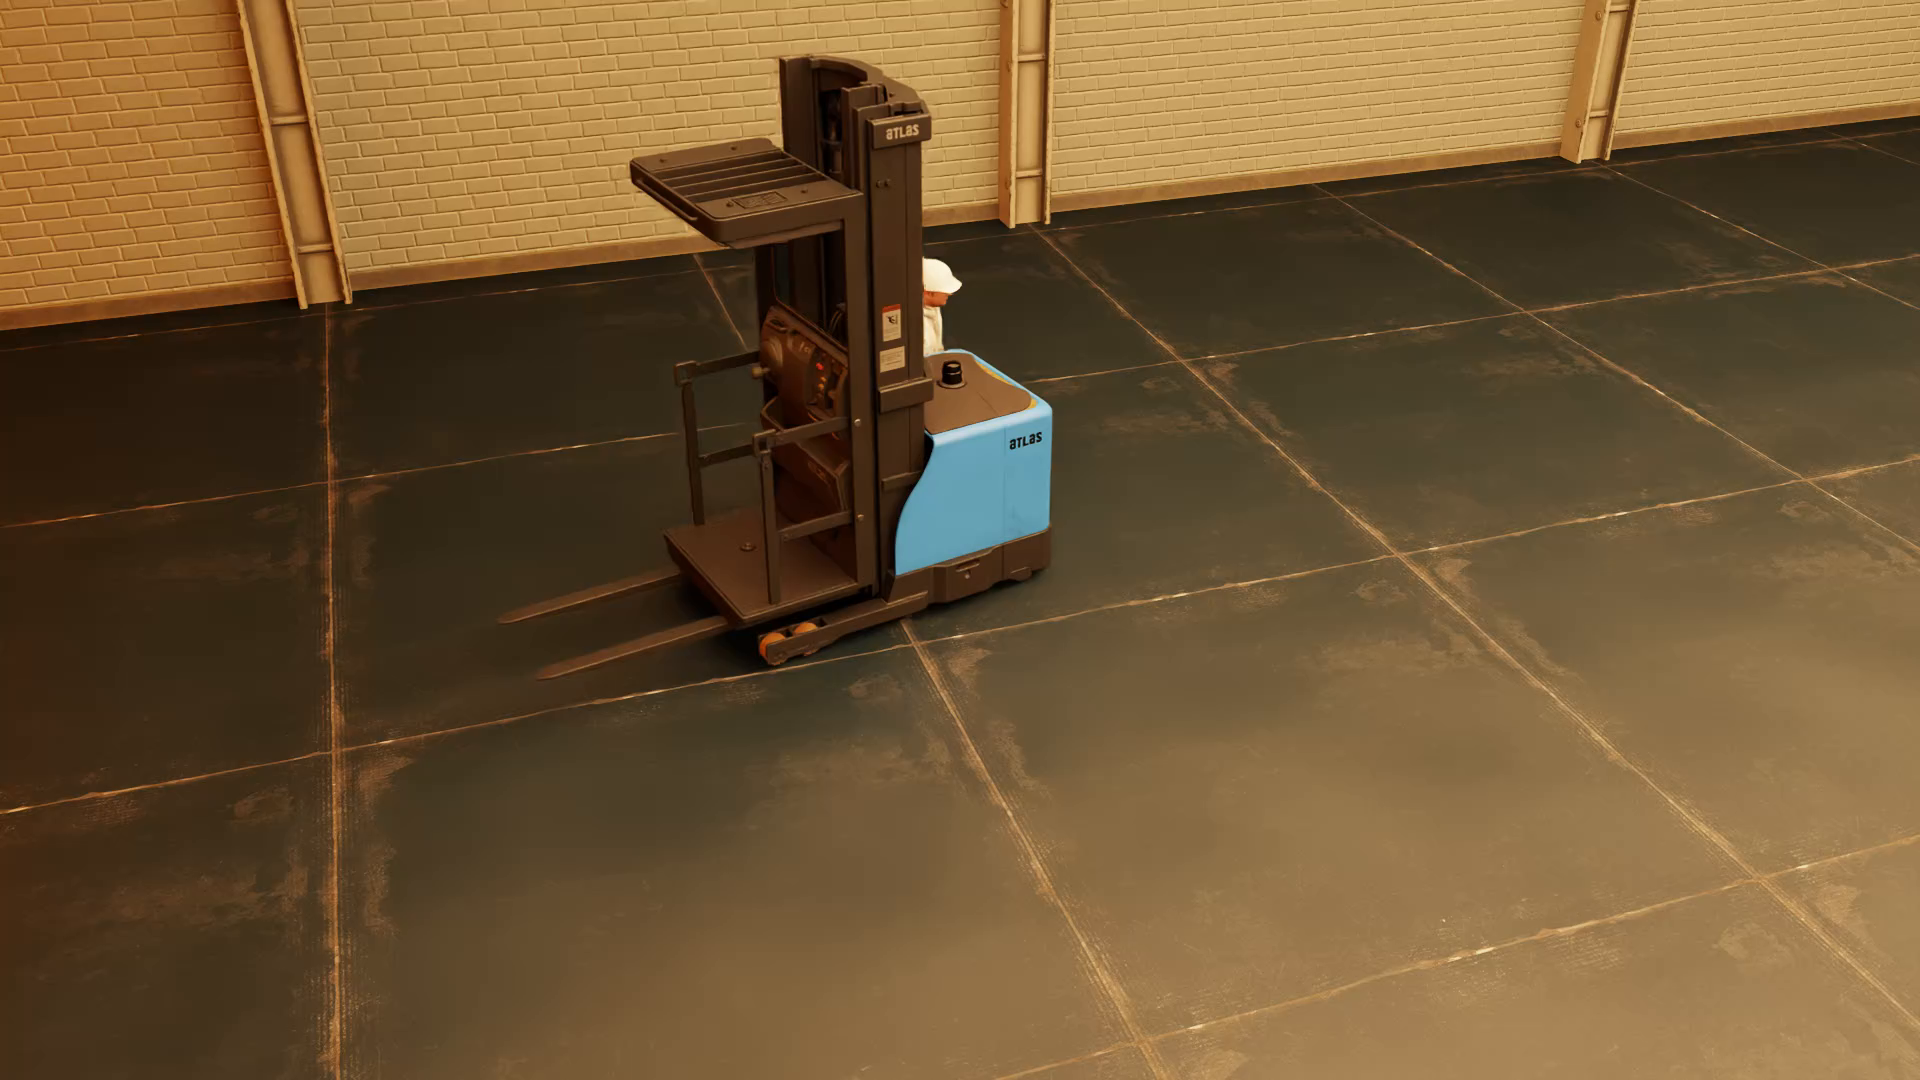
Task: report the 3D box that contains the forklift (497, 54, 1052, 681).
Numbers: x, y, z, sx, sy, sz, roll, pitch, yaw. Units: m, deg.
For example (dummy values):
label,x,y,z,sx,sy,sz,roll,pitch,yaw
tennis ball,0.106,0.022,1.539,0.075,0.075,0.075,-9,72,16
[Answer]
label,x,y,z,sx,sy,sz,roll,pitch,yaw
forklift,-1.001,-0.907,8.663,3.031,2.935,1.130,-17,34,-27

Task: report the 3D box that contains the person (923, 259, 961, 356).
label,x,y,z,sx,sy,sz,roll,pitch,yaw
person,-0.043,-0.986,10.294,0.921,1.565,0.784,8,31,13
